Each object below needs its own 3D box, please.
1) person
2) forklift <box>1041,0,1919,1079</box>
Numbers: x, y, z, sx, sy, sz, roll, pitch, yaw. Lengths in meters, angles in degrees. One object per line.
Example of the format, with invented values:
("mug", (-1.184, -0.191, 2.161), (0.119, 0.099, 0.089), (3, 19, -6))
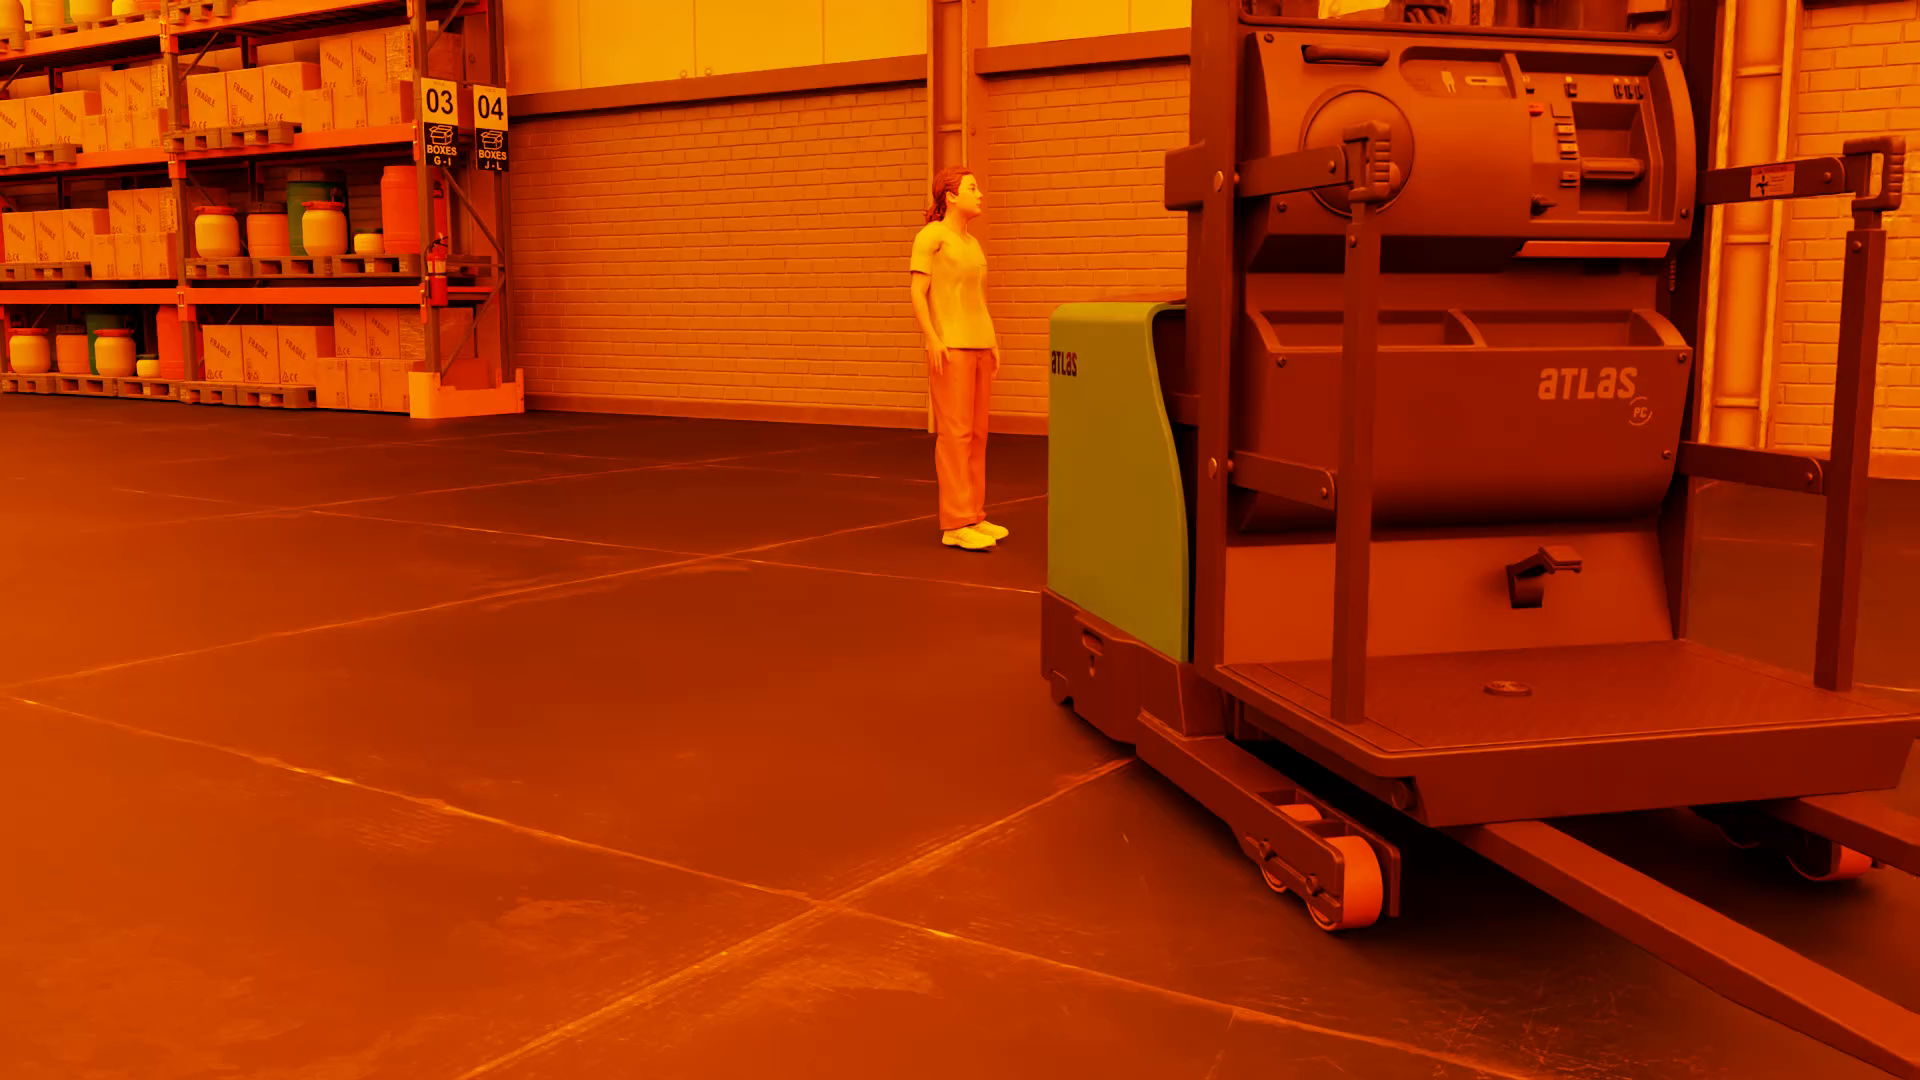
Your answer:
("person", (0.055, -0.830, 7.434), (0.548, 1.673, 0.553), (5, 10, 34))
("forklift", (1.077, -0.836, 3.071), (1.130, 2.935, 3.031), (-2, 8, -14))
